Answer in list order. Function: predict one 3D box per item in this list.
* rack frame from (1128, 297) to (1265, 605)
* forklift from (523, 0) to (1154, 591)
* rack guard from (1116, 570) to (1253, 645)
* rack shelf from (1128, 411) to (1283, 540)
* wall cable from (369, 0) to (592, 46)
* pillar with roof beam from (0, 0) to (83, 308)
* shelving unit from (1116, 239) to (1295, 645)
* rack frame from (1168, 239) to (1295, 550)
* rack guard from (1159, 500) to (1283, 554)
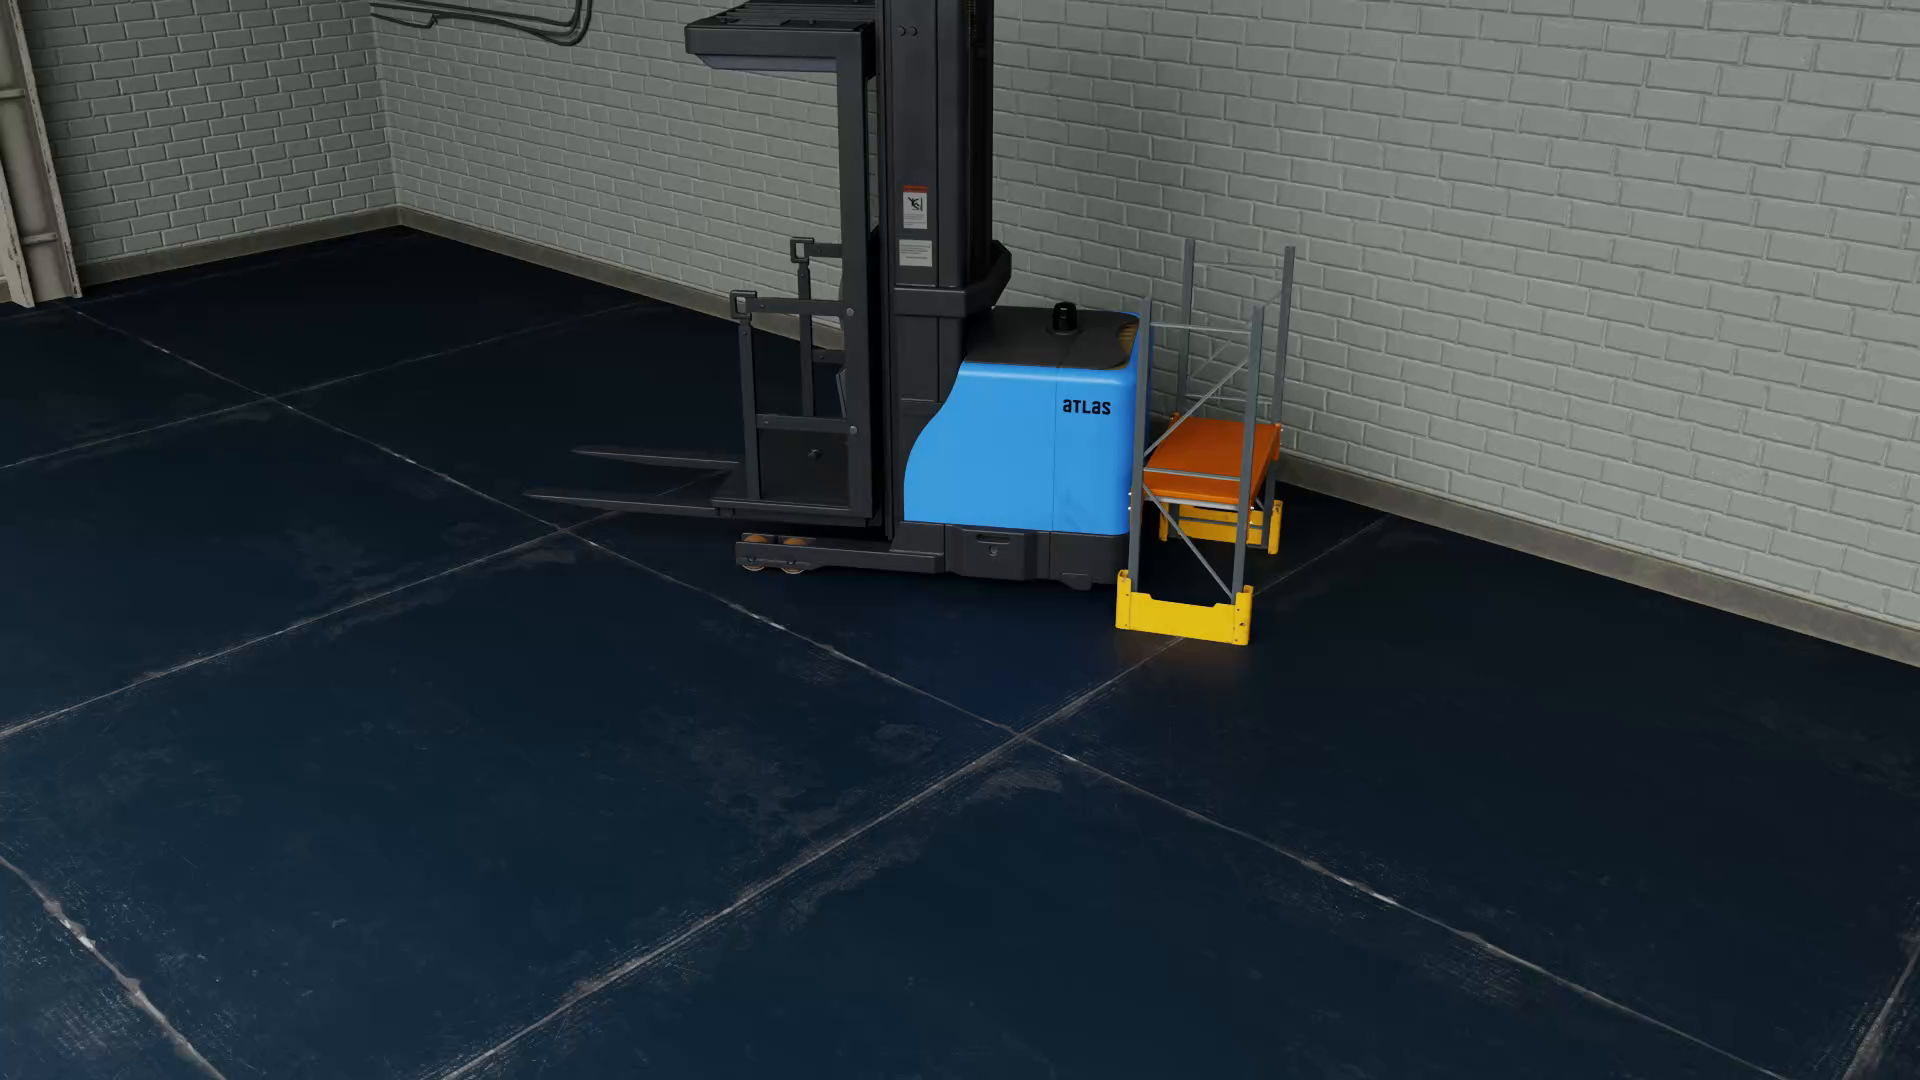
[{"bbox_3d":[0.979,-0.276,7.031,0.500,1.500,0.032,7,25,16],"label":"rack frame"},{"bbox_3d":[-0.613,-1.383,7.752,3.031,2.935,1.130,4,25,9],"label":"forklift"},{"bbox_3d":[0.980,0.294,7.288,0.587,0.250,0.087,7,25,16],"label":"rack guard"},{"bbox_3d":[1.130,-0.310,7.548,0.538,0.185,1.000,7,25,16],"label":"rack shelf"},{"bbox_3d":[-3.751,-5.001,12.199,3.097,2.526,0.112,20,31,38],"label":"wall cable"},{"bbox_3d":[-3.496,-4.706,7.746,9.100,9.000,0.400,20,31,38],"label":"pillar with roof beam"},{"bbox_3d":[1.127,-0.471,7.467,0.587,1.500,1.083,7,25,16],"label":"shelving unit"},{"bbox_3d":[1.280,-0.673,7.918,0.500,1.500,0.032,7,25,16],"label":"rack frame"},{"bbox_3d":[1.275,-0.095,8.156,0.587,0.250,0.087,7,25,16],"label":"rack guard"}]
